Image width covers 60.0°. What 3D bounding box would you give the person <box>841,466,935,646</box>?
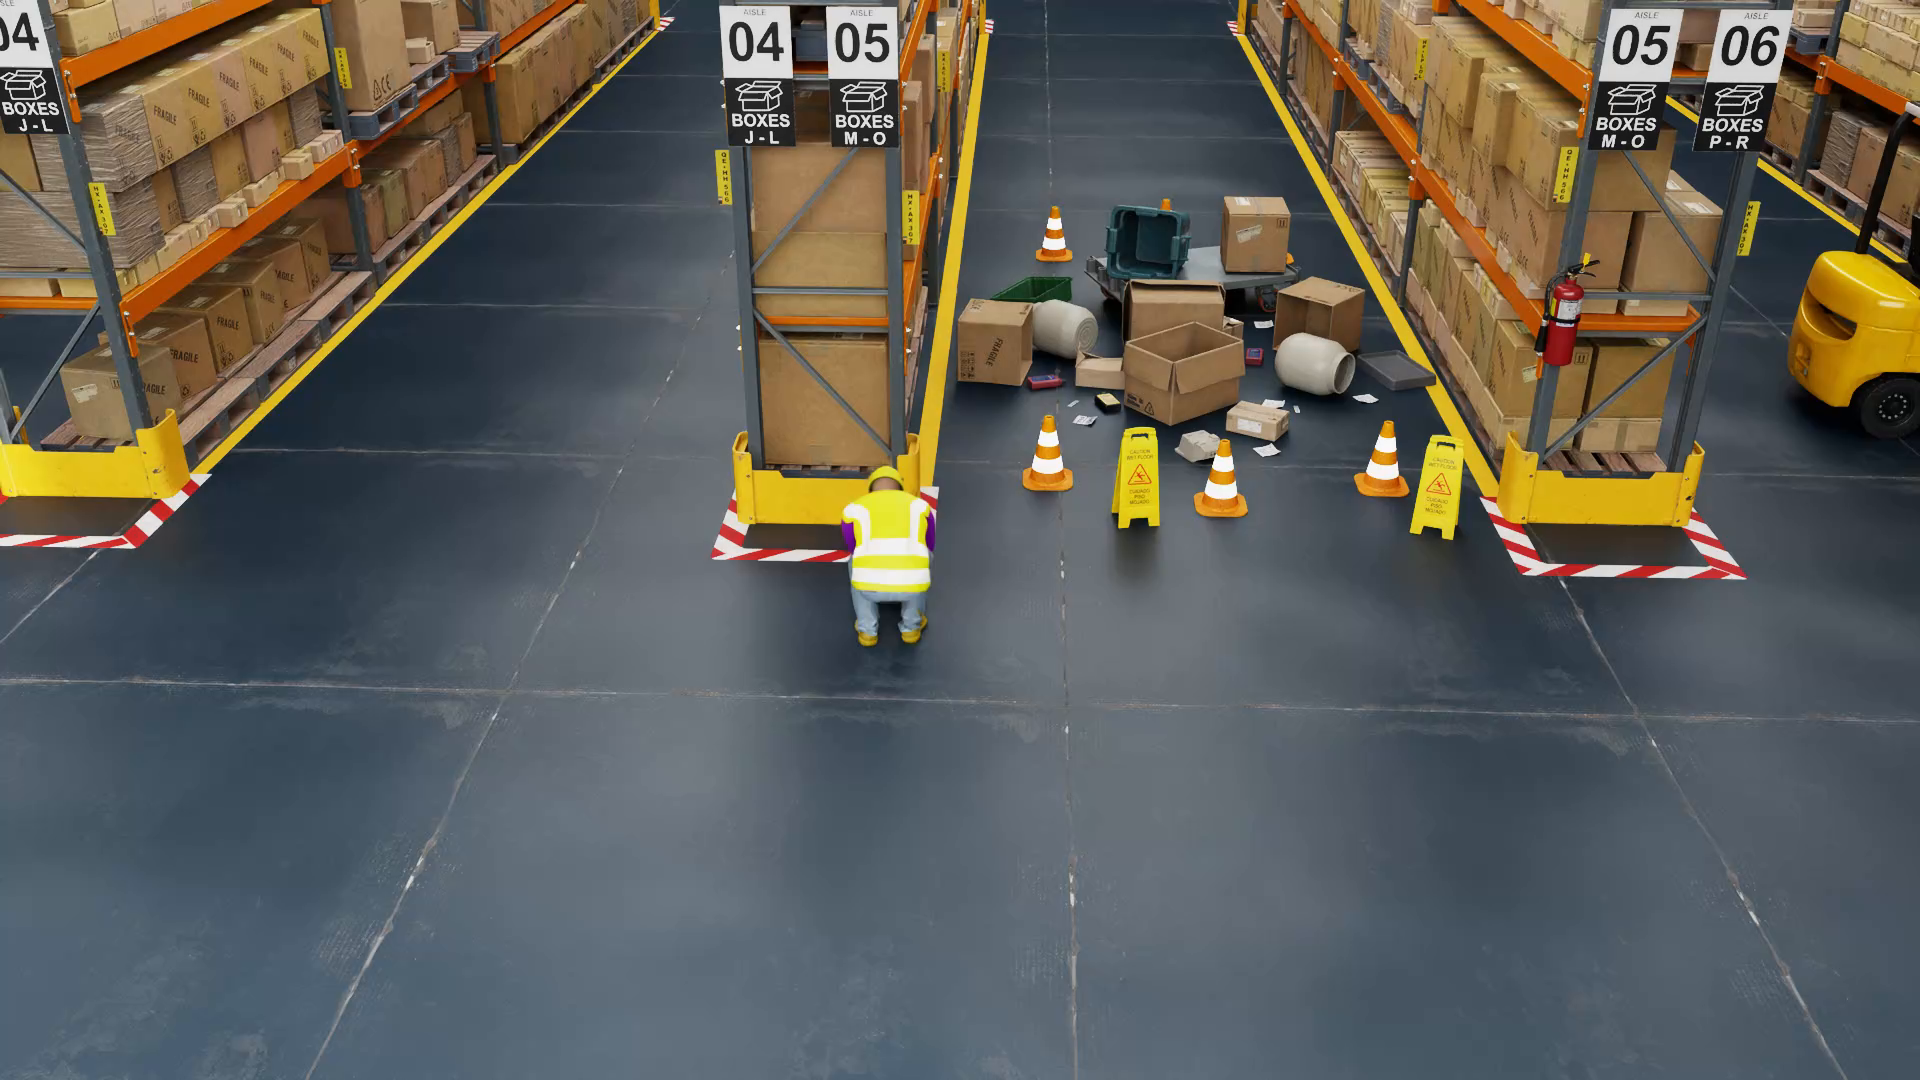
[{"bbox_3d":[-0.411,0.135,9.447,0.531,0.861,0.943,0,28,1],"label":"person"}]
